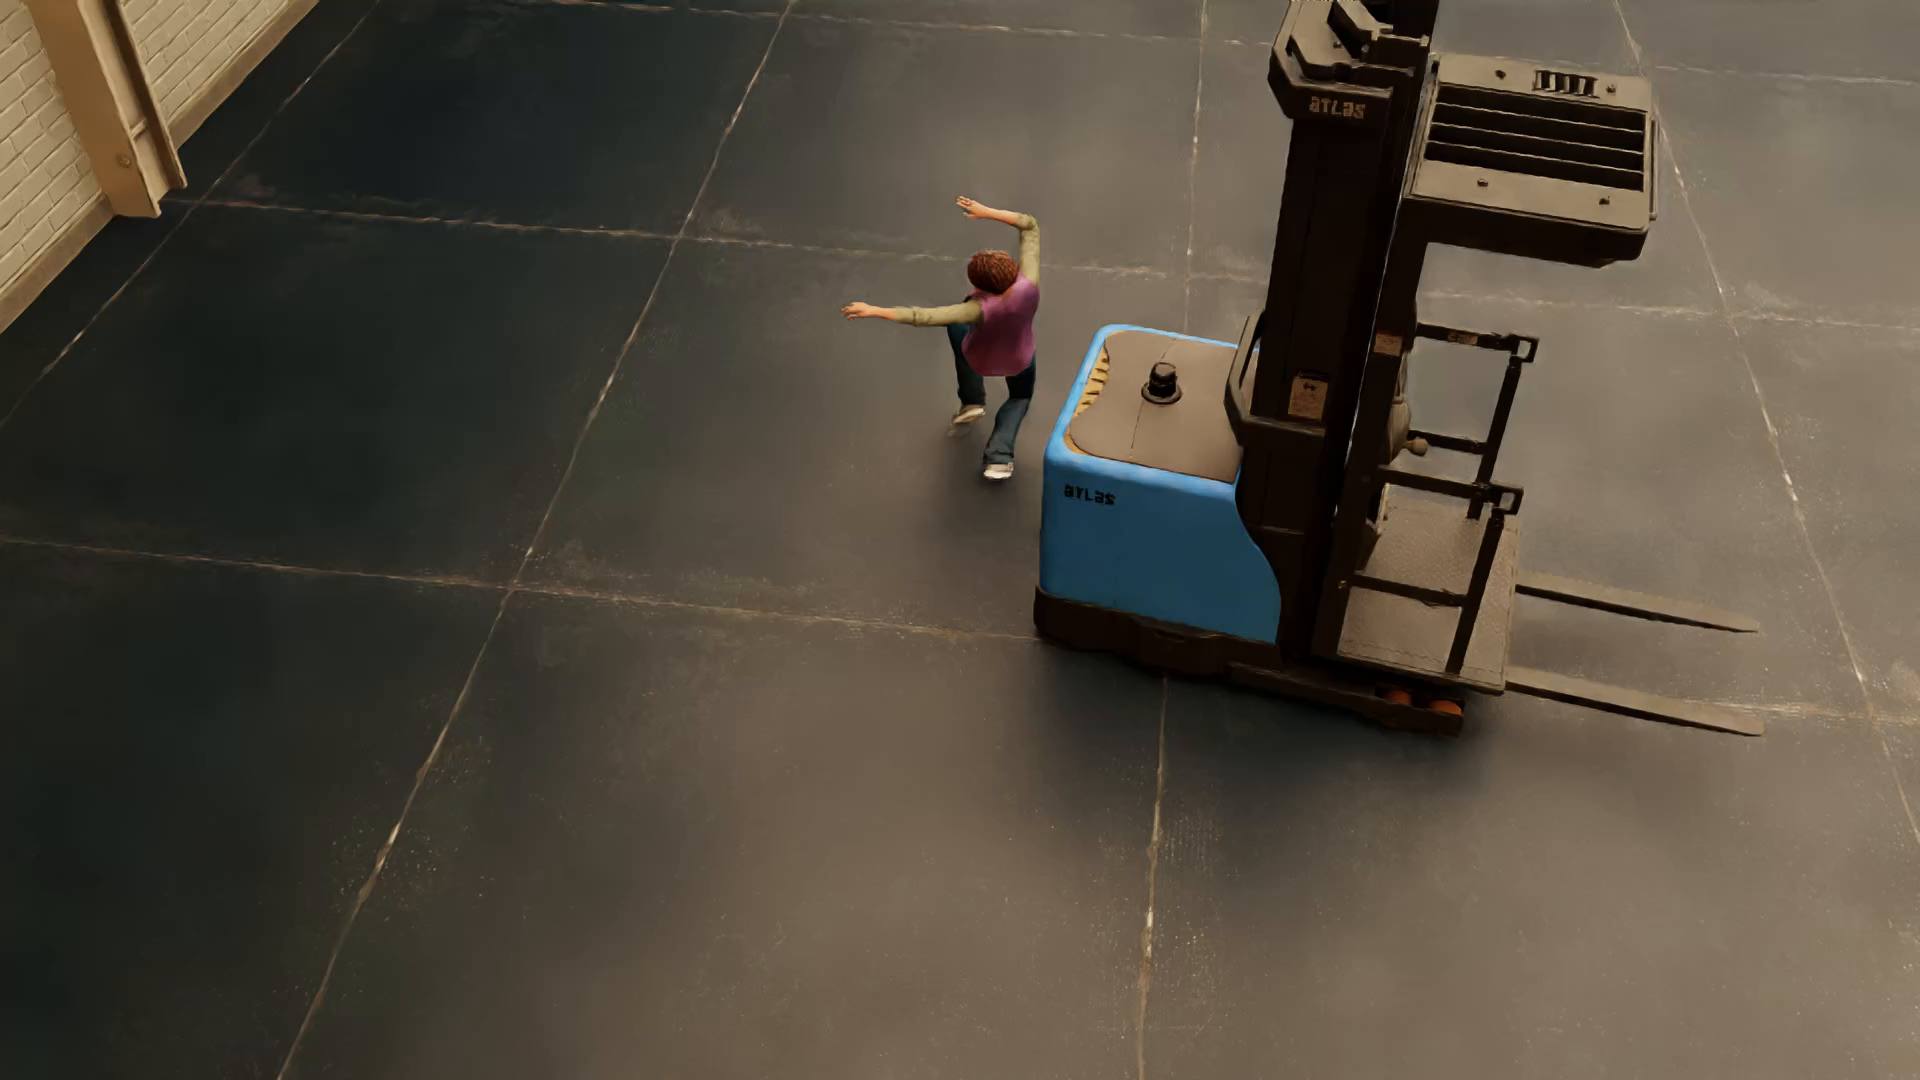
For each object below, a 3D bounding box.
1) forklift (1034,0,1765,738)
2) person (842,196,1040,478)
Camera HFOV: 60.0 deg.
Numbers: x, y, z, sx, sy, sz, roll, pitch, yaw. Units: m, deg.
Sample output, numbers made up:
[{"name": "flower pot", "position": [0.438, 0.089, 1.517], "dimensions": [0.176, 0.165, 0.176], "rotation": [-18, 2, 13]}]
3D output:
[{"name": "forklift", "position": [1.903, -0.654, 6.436], "dimensions": [3.031, 2.935, 1.130], "rotation": [12, 44, 13]}, {"name": "person", "position": [-0.095, -0.921, 7.977], "dimensions": [0.942, 1.284, 0.753], "rotation": [-5, 43, -5]}]
